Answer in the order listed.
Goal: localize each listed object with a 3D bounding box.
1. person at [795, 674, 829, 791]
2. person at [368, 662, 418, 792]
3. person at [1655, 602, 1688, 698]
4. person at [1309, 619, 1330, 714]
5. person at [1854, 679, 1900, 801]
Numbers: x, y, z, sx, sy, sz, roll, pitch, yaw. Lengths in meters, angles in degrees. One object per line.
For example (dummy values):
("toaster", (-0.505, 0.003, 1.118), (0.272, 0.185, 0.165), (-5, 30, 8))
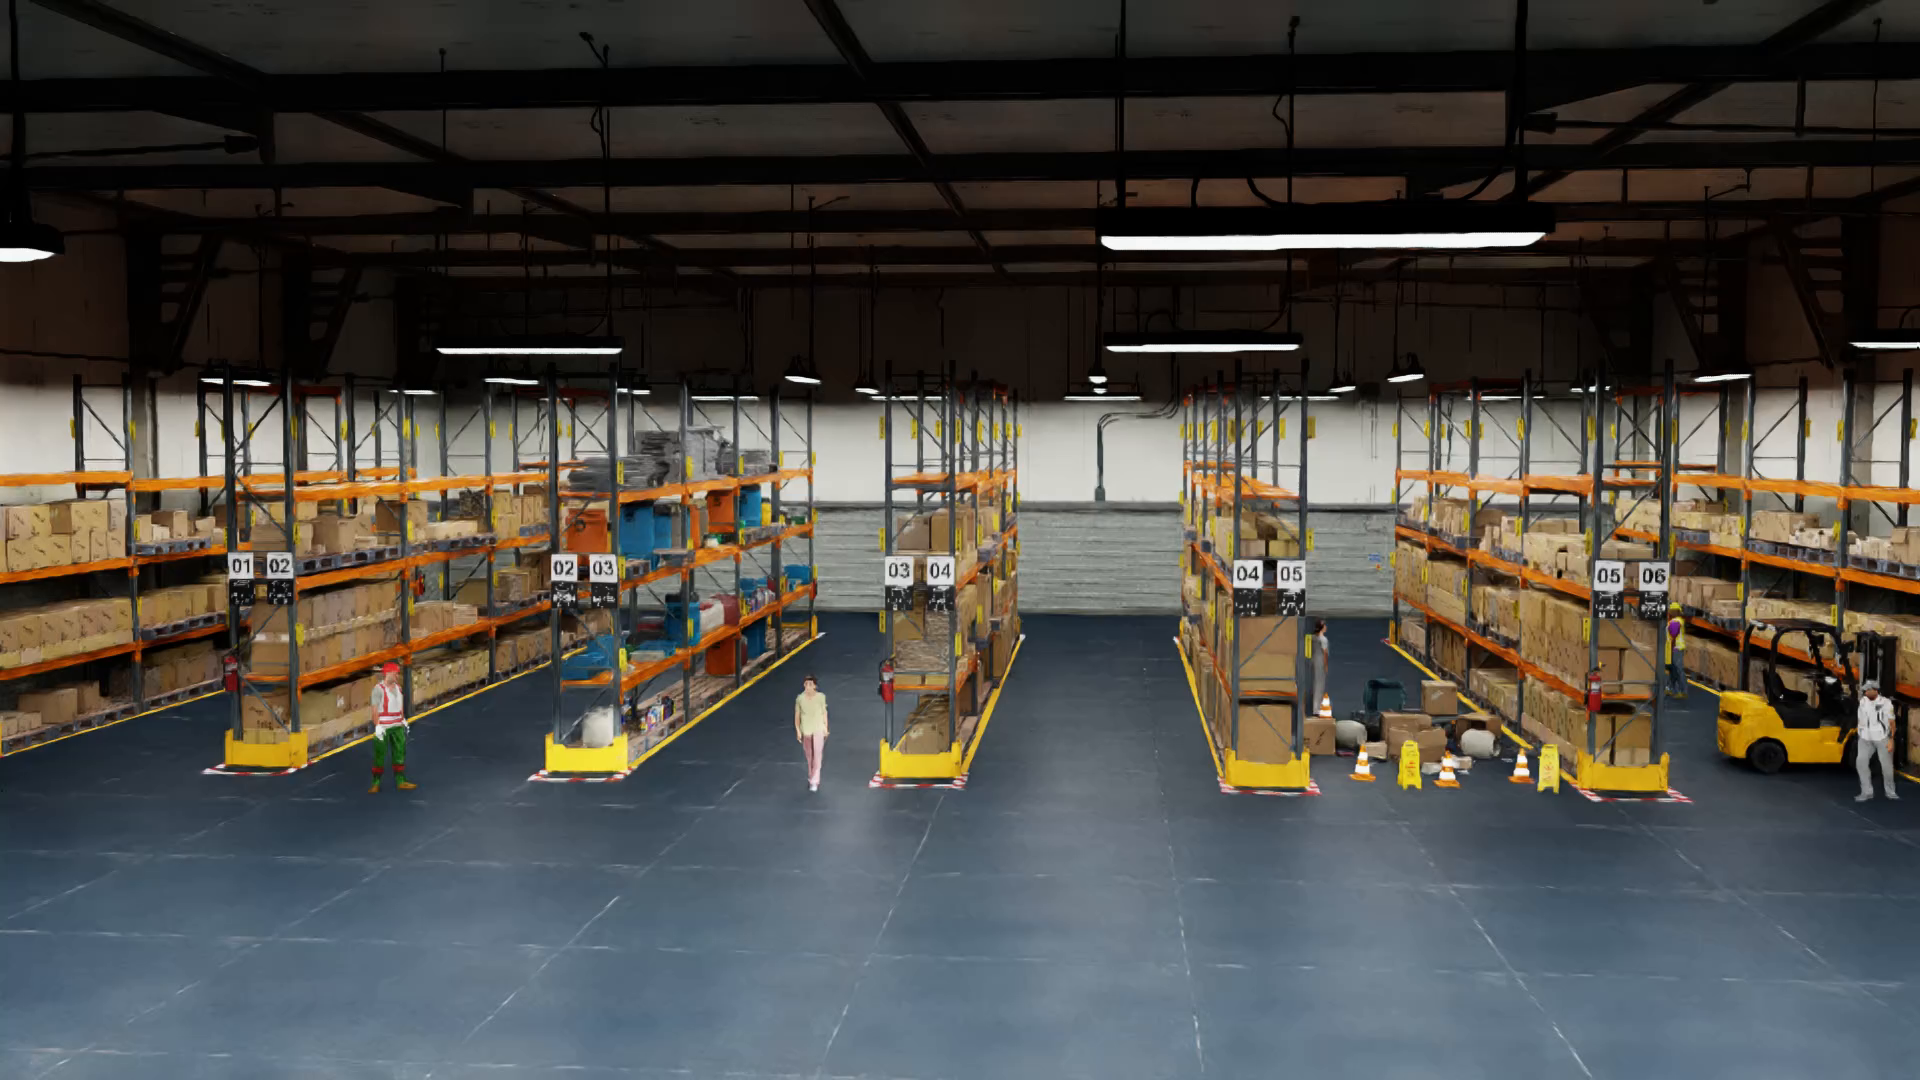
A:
("person", (-2.096, 2.661, 23.265), (0.448, 1.590, 1.099), (1, 4, 8))
("person", (-7.903, 2.585, 23.032), (0.466, 1.794, 0.640), (2, 4, 31))
("person", (13.414, 2.051, 31.286), (0.585, 1.763, 0.682), (2, 4, 28))
("person", (6.385, 2.219, 29.343), (0.457, 1.673, 0.532), (-1, 4, -19))
("person", (12.448, 2.701, 22.554), (0.576, 1.650, 0.531), (-3, 5, -37))
